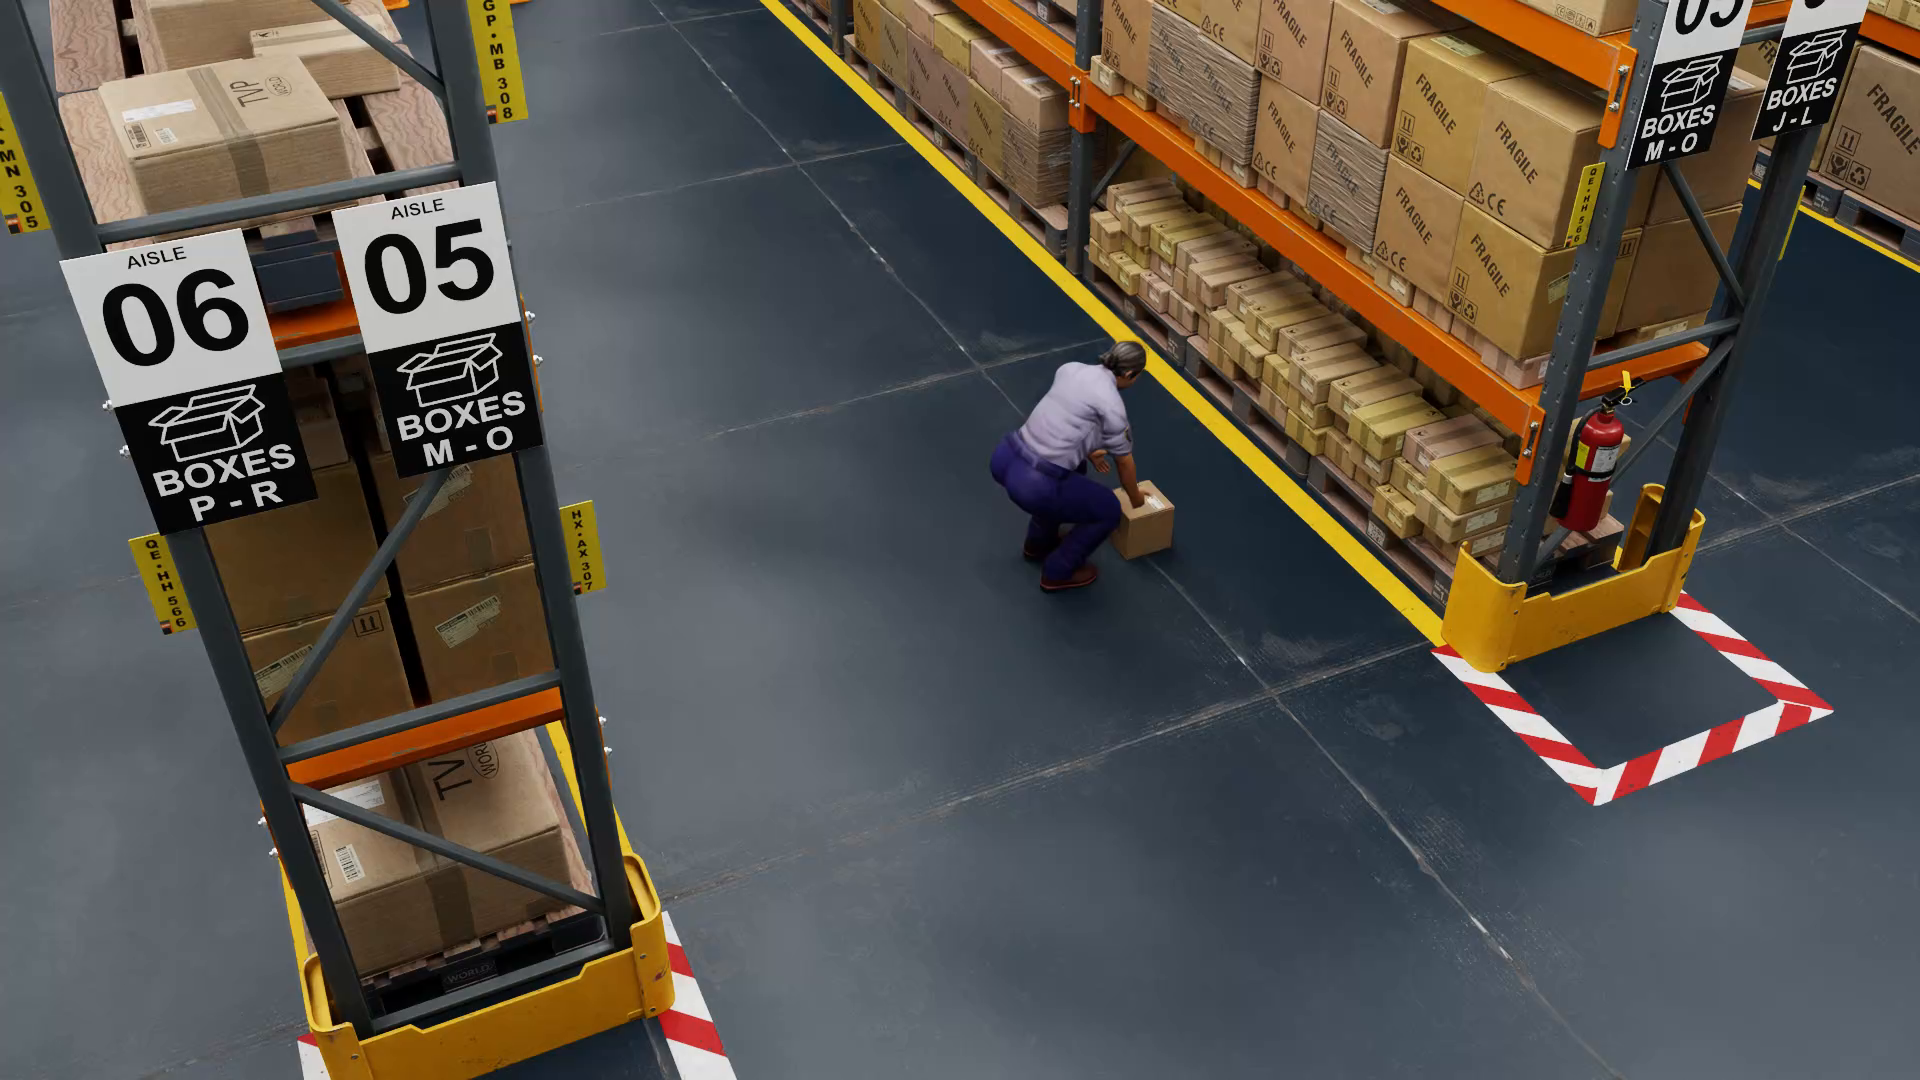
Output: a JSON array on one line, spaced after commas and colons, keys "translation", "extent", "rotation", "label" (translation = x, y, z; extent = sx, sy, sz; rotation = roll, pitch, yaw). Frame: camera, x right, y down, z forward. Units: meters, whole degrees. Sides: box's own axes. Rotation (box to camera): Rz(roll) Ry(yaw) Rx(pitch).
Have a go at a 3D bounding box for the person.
[{"translation": [0.507, -0.357, 7.754], "extent": [0.762, 1.141, 0.539], "rotation": [-16, 40, -20], "label": "person"}]
